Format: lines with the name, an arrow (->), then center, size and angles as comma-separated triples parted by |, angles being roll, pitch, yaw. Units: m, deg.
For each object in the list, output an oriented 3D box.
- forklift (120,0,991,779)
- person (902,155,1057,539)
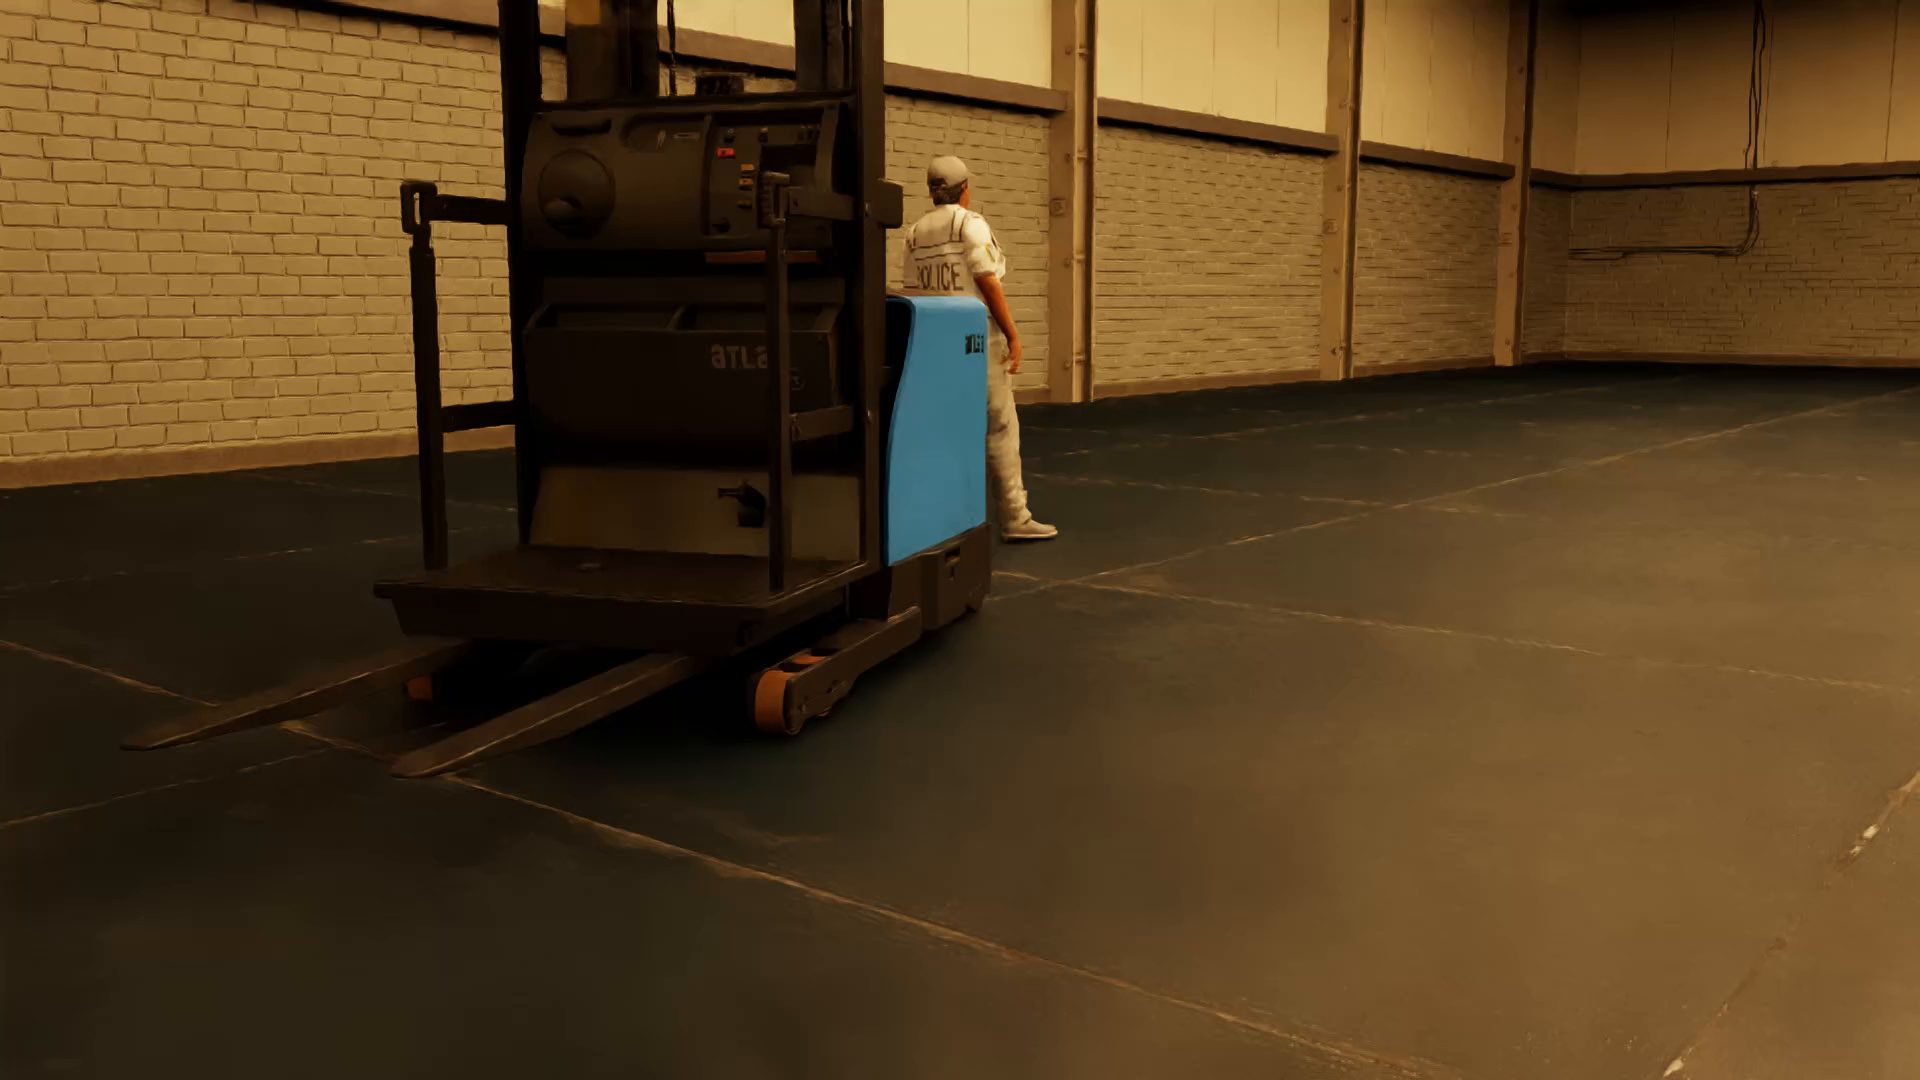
forklift -> -0.829, -1.030, 4.324 | 1.130, 2.935, 3.031 | 3, 9, 18
person -> 0.066, -0.838, 7.328 | 0.598, 1.669, 0.529 | 7, 11, 38
